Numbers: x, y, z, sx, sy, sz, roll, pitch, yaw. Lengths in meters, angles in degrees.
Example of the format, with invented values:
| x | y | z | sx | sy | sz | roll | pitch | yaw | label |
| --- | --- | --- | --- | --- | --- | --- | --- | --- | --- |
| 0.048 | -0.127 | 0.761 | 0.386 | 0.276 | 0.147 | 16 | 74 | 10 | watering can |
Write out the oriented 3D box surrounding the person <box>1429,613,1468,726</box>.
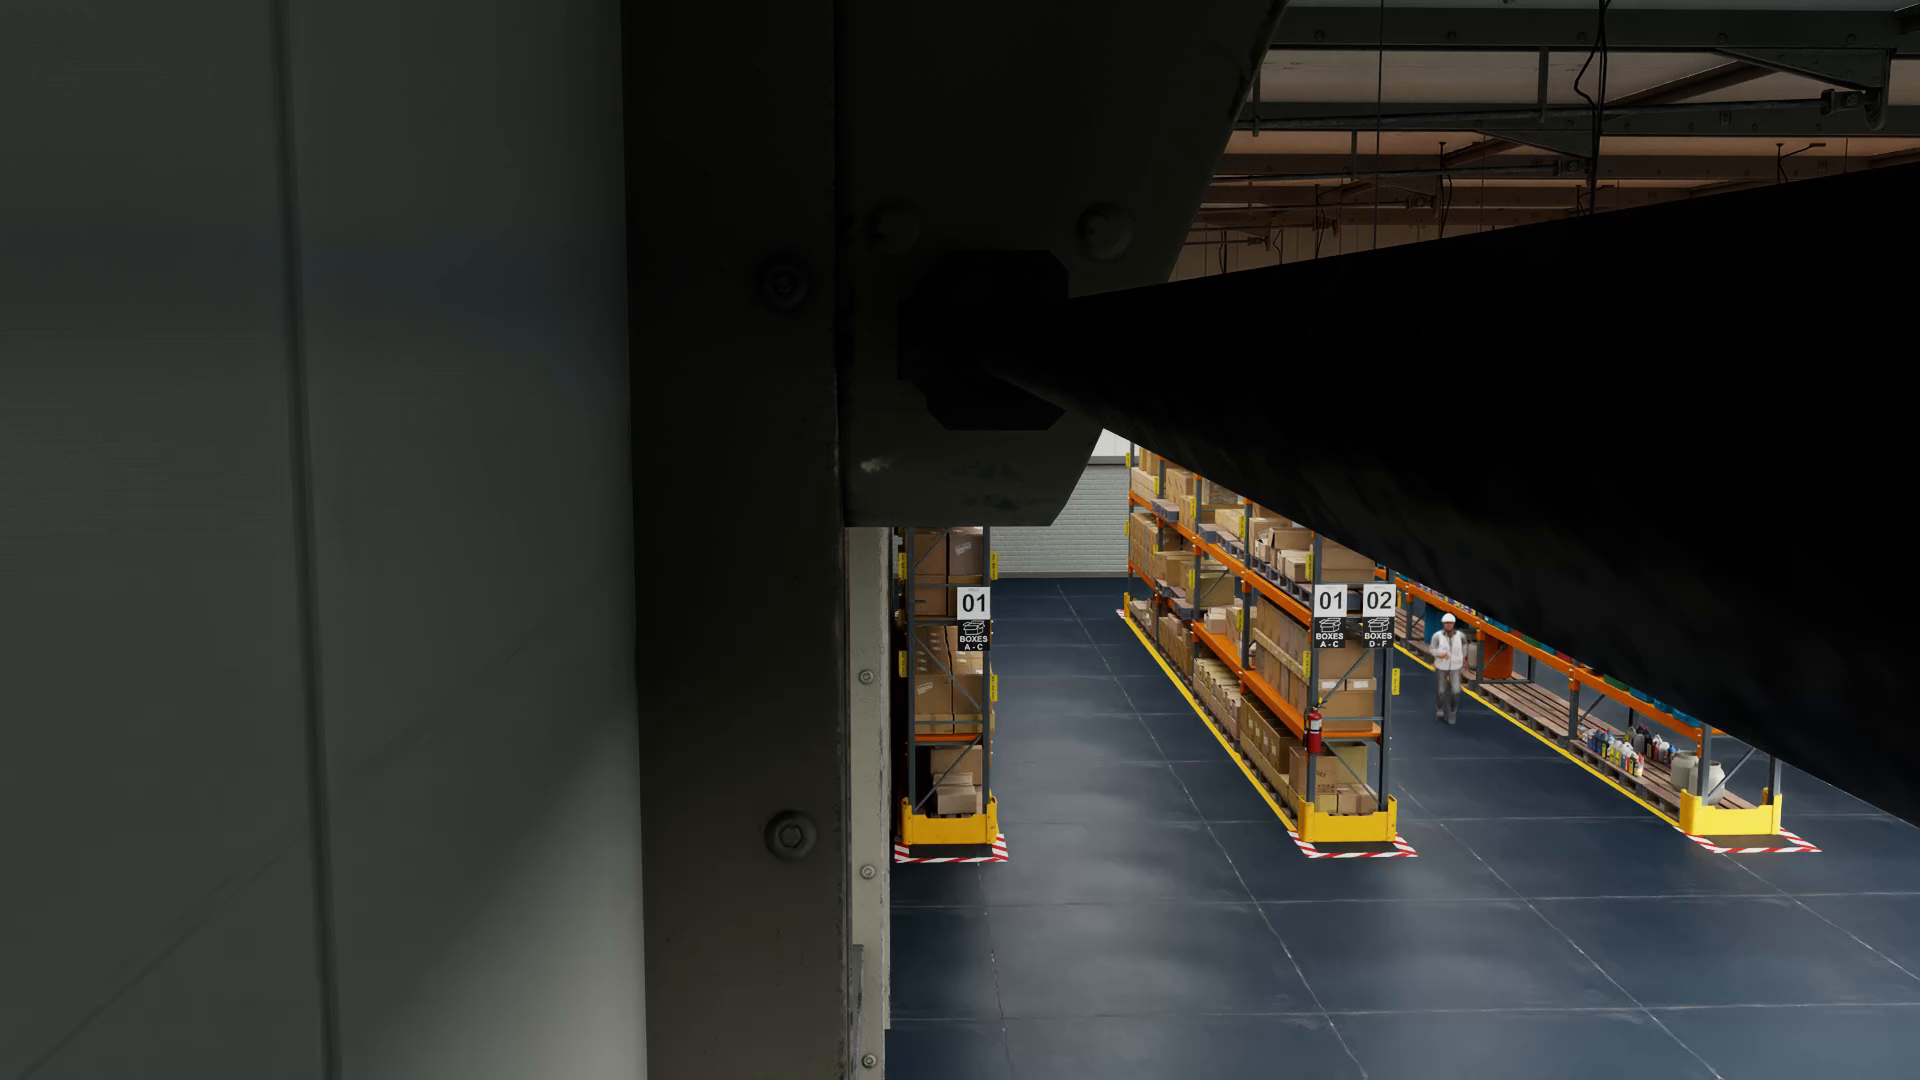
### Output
| x | y | z | sx | sy | sz | roll | pitch | yaw | label |
| --- | --- | --- | --- | --- | --- | --- | --- | --- | --- |
| 7.808 | 2.062 | 26.578 | 0.636 | 1.805 | 0.811 | 1 | 7 | 8 | person |

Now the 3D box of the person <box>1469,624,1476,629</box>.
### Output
| x | y | z | sx | sy | sz | roll | pitch | yaw | label |
| --- | --- | --- | --- | --- | --- | --- | --- | --- | --- |
| 10.731 | 1.164 | 34.260 | 0.737 | 1.576 | 0.847 | -3 | 8 | -21 | person |
